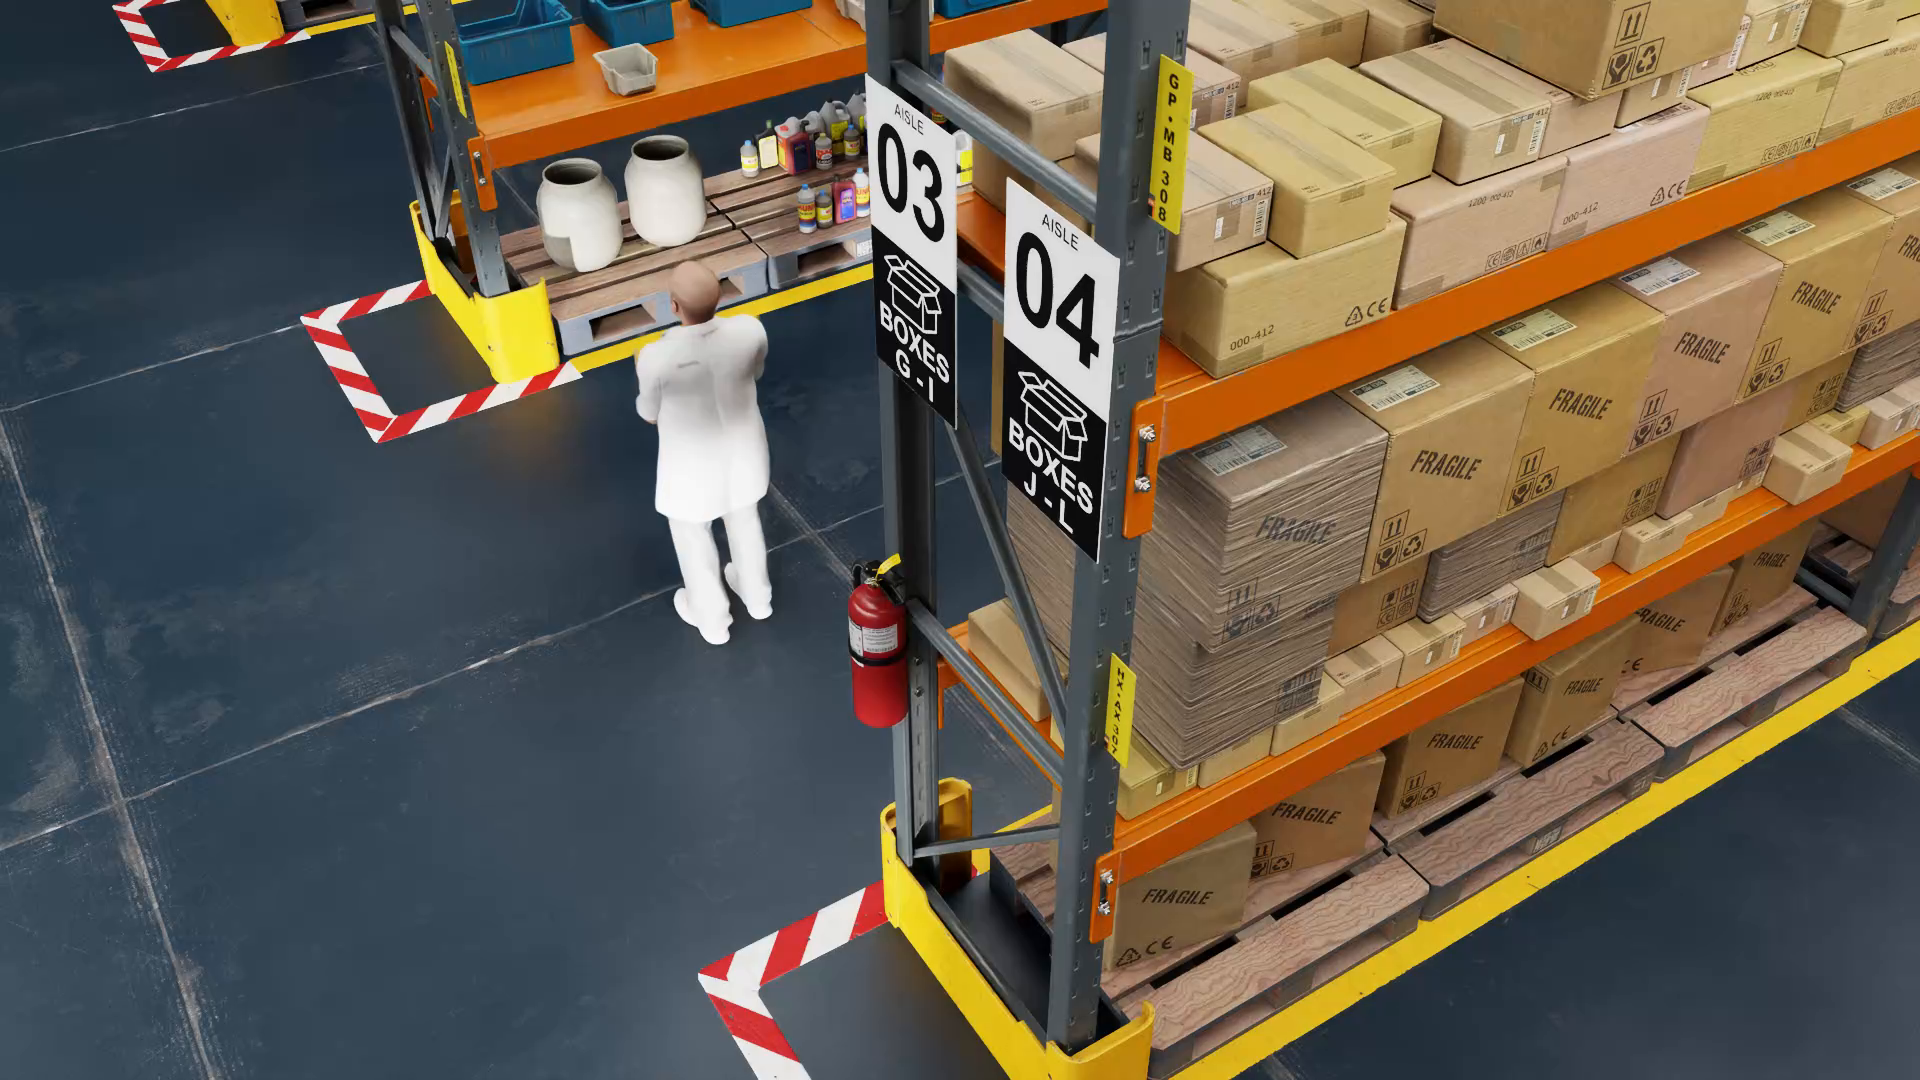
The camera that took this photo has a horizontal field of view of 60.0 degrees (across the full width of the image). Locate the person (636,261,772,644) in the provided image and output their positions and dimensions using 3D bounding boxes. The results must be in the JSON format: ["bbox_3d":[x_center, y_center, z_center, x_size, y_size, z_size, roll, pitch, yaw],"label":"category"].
[{"bbox_3d":[-1.035,-0.401,6.647,0.529,1.774,0.550,-22,45,-23],"label":"person"}]
